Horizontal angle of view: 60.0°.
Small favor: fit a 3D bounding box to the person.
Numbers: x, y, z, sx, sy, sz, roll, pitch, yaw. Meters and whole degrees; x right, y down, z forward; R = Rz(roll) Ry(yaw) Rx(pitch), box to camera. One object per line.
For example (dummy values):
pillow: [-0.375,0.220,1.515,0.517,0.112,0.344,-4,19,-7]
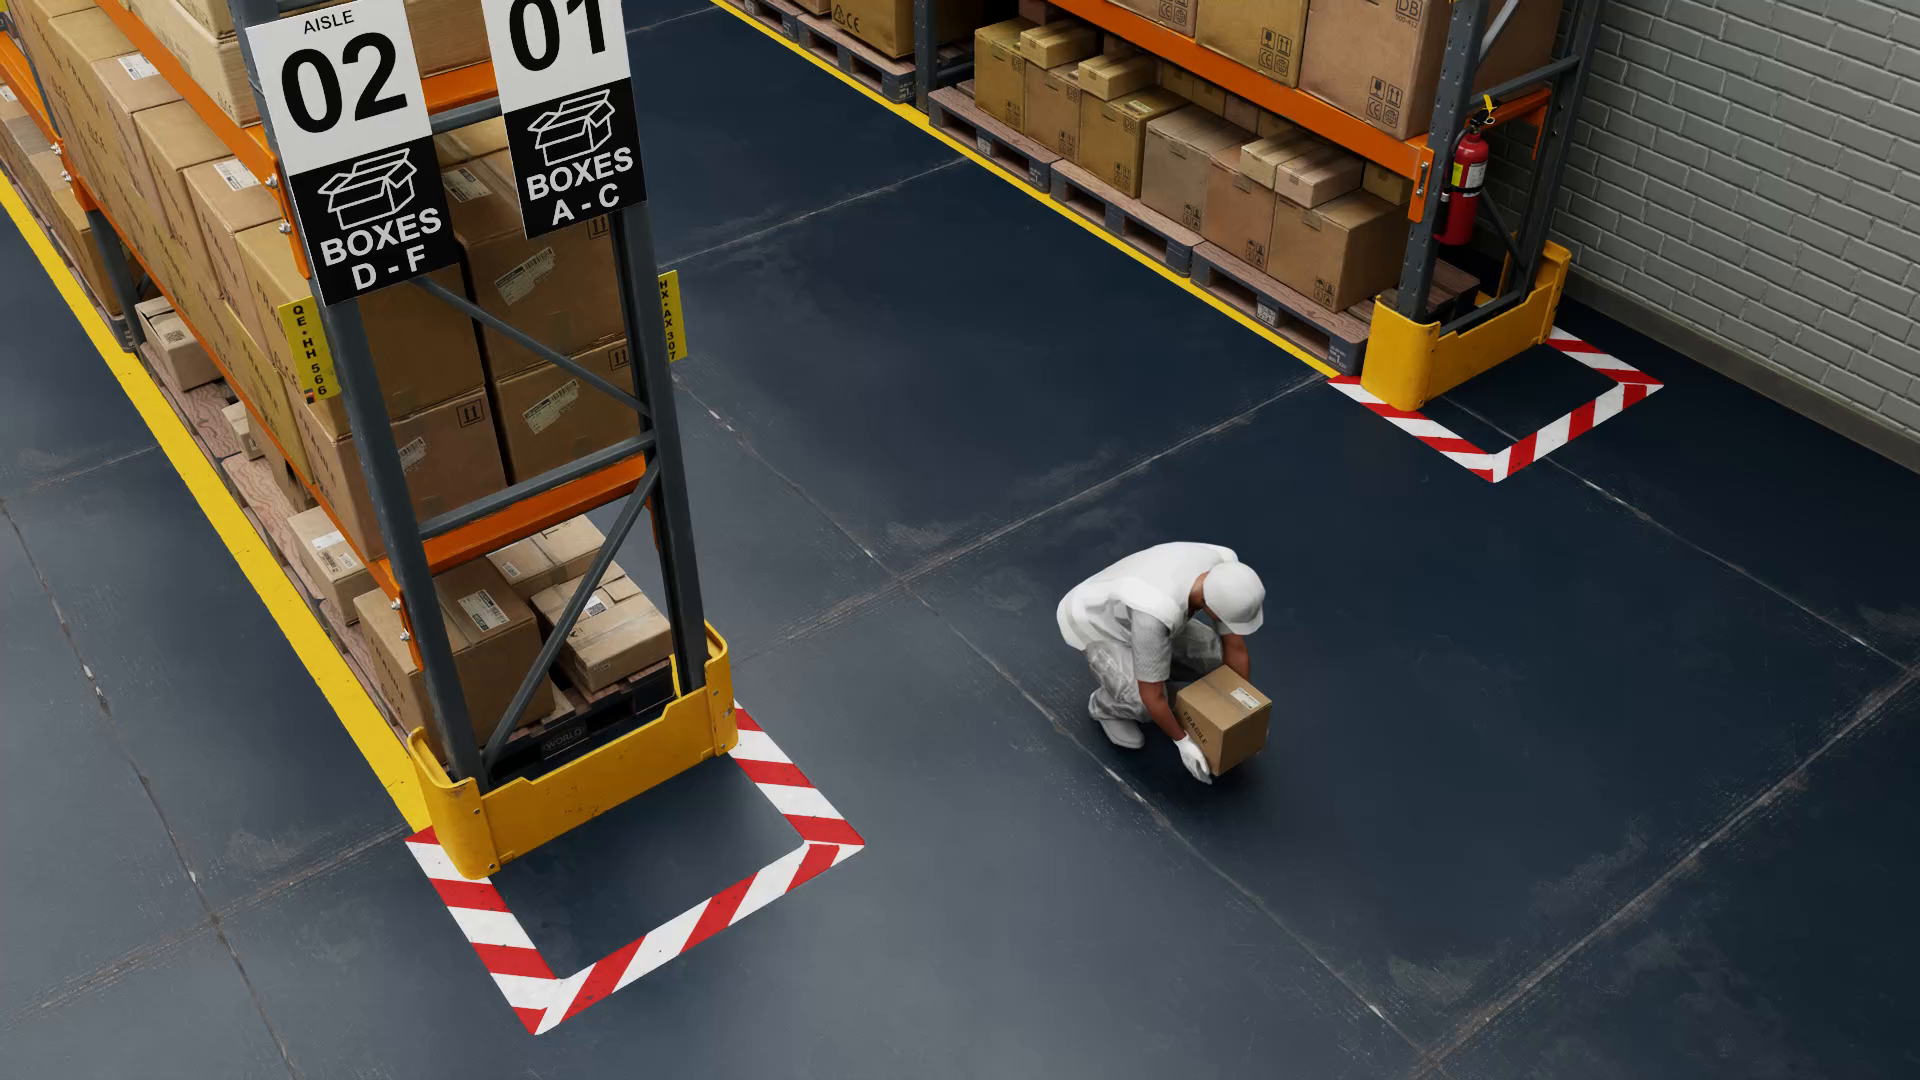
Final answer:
person: [0.789,0.366,6.329,0.567,0.991,0.895,-27,47,-28]
